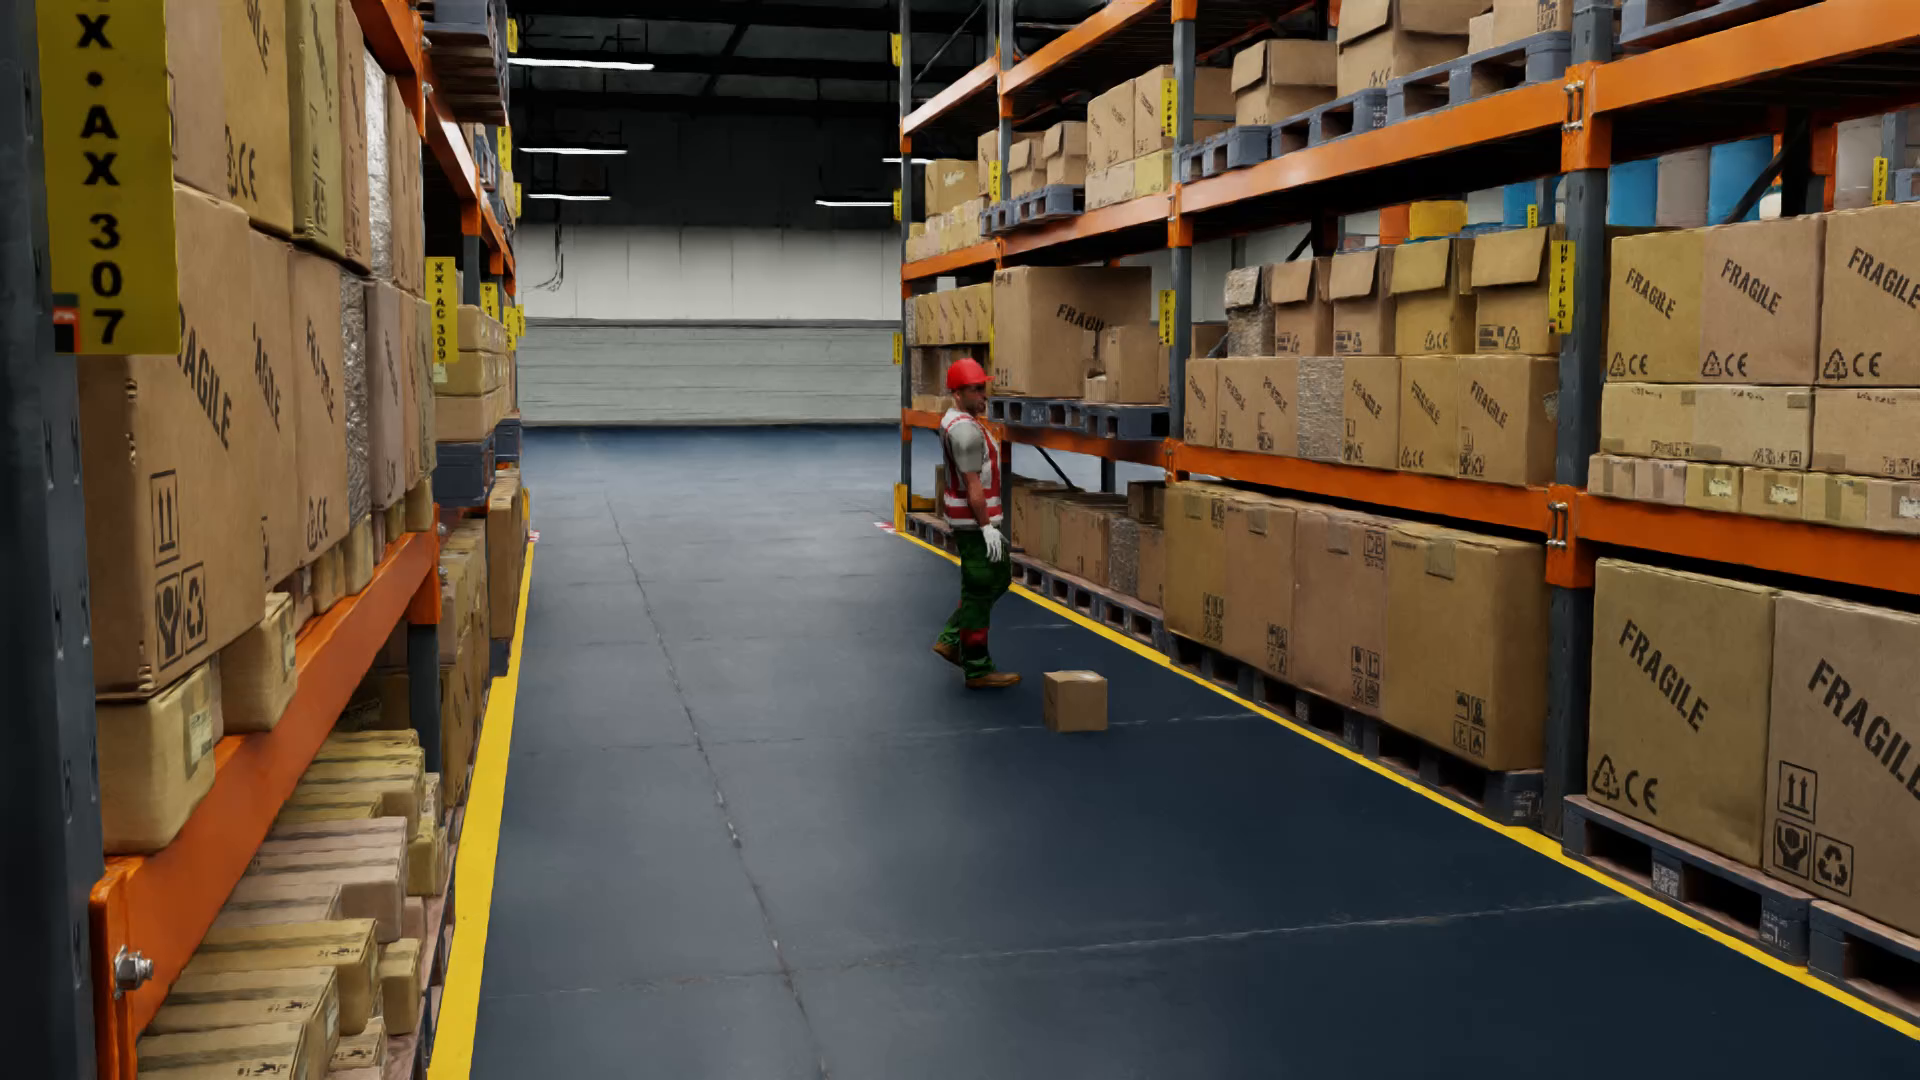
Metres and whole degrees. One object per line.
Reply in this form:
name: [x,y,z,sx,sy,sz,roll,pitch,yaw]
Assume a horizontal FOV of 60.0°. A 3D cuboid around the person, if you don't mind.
person: [0.103,-0.080,8.954,0.475,1.785,0.638,-1,6,-6]
